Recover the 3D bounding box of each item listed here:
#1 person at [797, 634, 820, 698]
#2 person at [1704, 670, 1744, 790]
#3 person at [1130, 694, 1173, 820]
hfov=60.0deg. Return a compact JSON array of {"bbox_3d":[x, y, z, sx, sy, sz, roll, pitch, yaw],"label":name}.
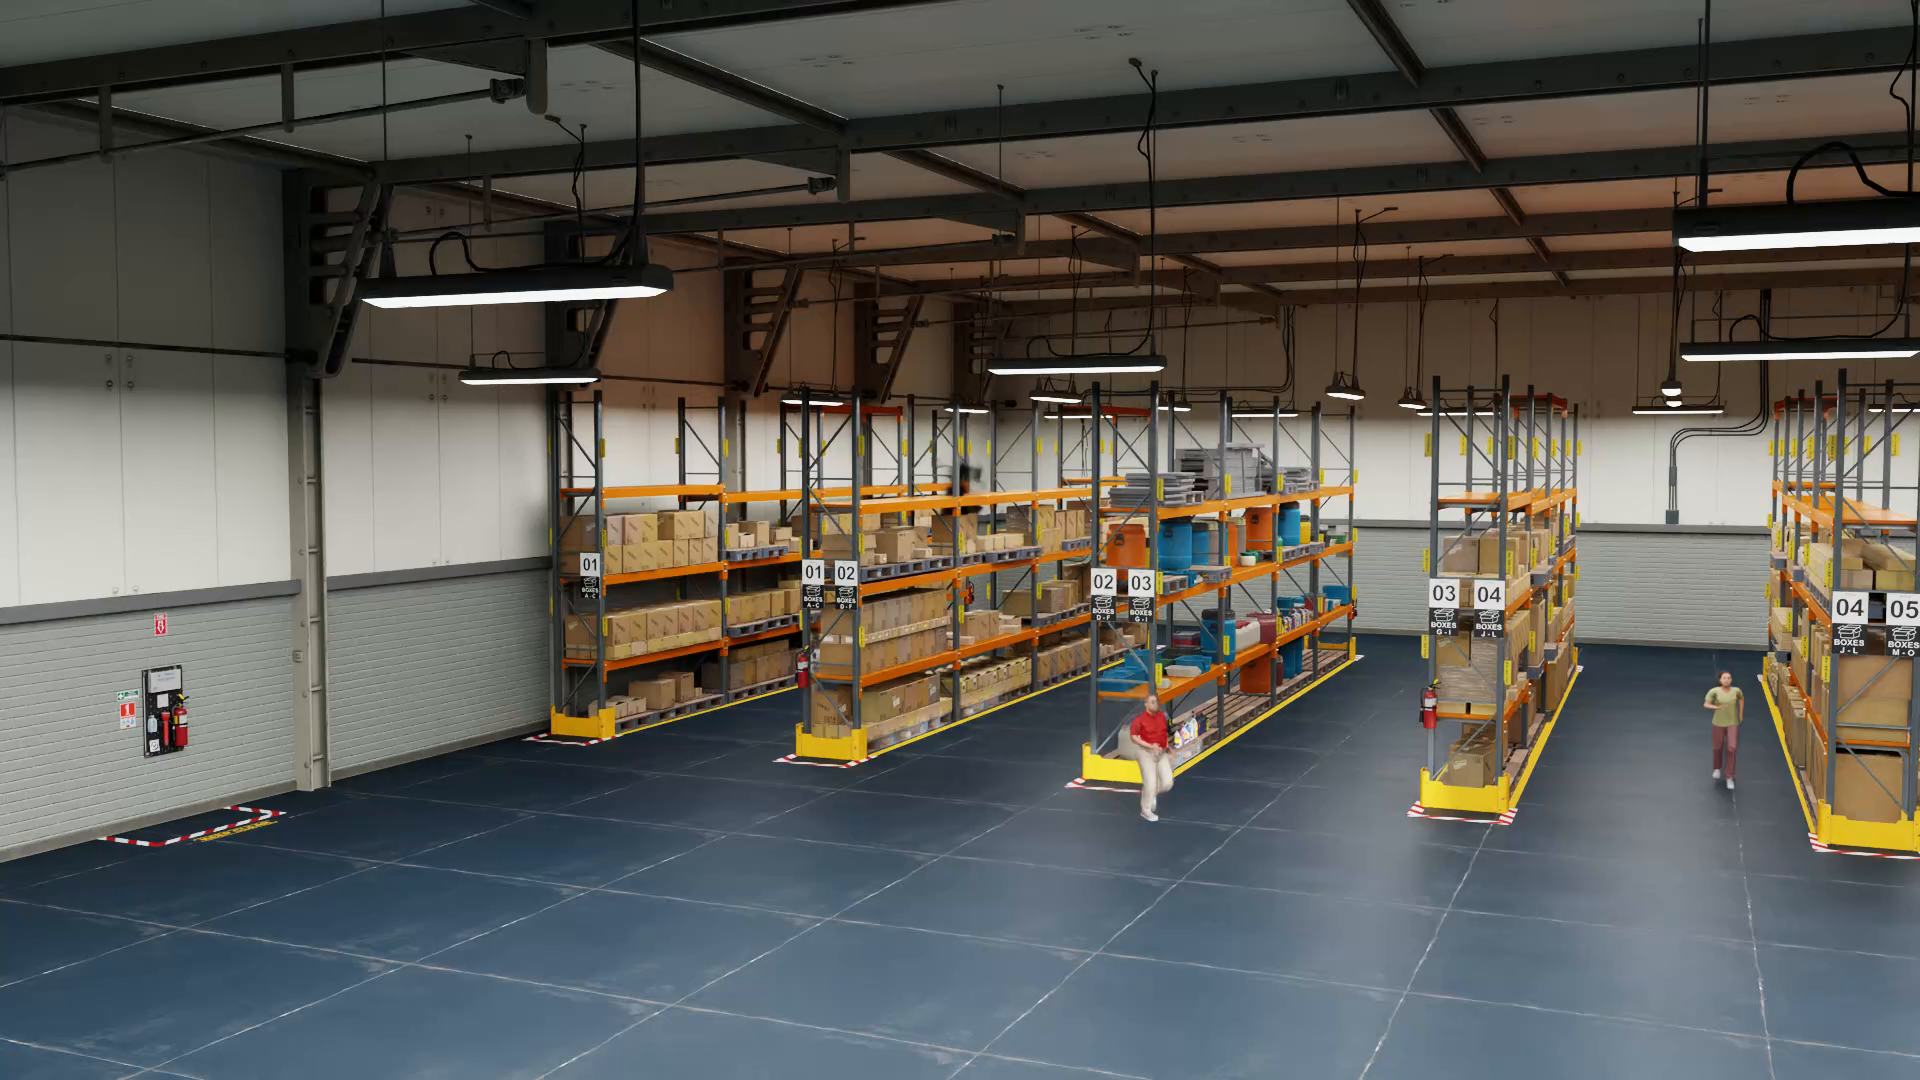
[{"bbox_3d":[-2.663,2.501,29.410,0.560,1.685,0.605,1,3,20],"label":"person"},{"bbox_3d":[11.365,2.786,24.752,0.576,1.721,0.831,1,3,19],"label":"person"},{"bbox_3d":[2.612,2.927,22.406,0.660,1.684,0.594,-2,4,-30],"label":"person"}]
